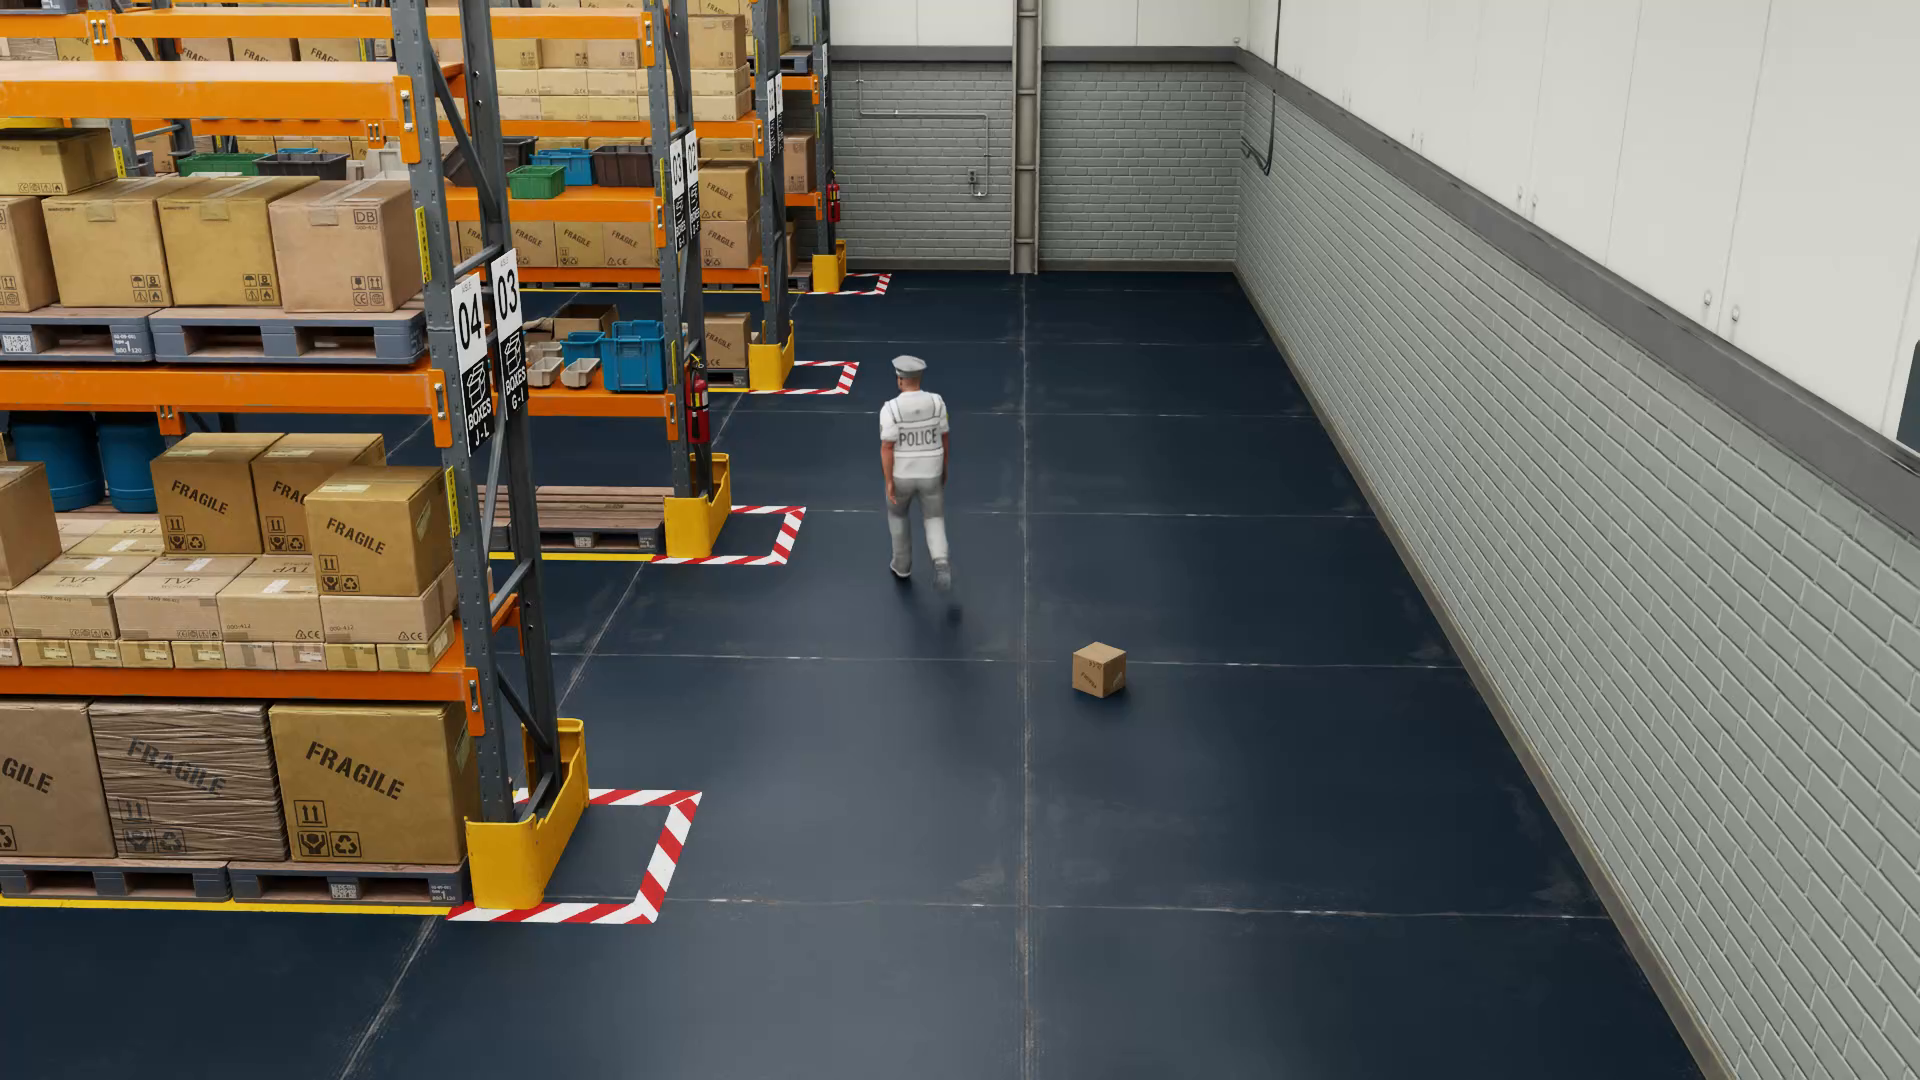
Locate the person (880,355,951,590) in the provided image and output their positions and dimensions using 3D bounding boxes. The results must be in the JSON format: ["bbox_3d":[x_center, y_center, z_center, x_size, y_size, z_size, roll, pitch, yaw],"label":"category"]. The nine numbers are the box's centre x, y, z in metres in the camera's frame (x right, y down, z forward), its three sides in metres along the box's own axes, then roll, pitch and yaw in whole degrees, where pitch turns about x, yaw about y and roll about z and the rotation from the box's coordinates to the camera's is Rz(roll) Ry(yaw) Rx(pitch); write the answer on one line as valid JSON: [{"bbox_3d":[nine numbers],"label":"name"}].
[{"bbox_3d":[-0.322,-0.486,12.314,0.538,1.717,0.840,-5,21,-12],"label":"person"}]
